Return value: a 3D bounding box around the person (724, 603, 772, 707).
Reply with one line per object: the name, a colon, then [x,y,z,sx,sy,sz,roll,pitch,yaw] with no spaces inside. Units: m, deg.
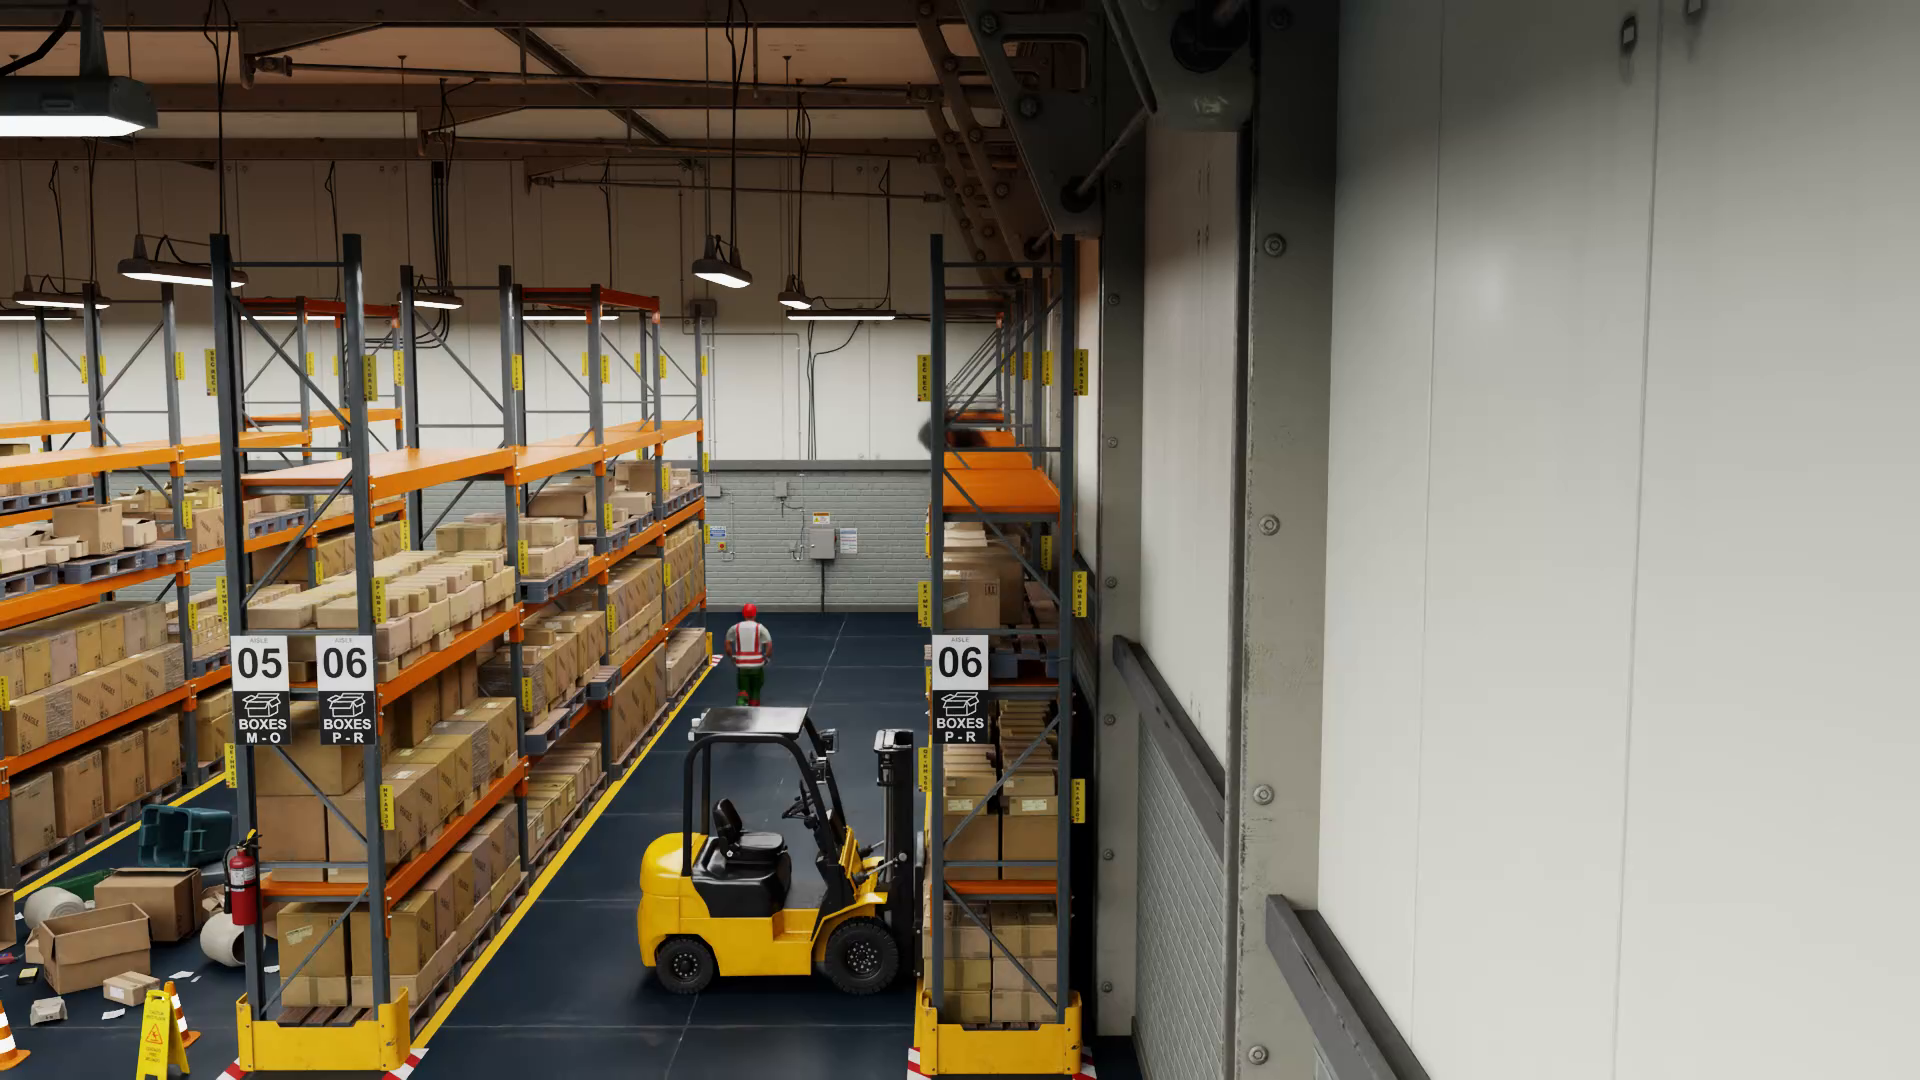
person: [-2.940,1.754,23.120,0.682,1.749,0.687,0,6,1]
